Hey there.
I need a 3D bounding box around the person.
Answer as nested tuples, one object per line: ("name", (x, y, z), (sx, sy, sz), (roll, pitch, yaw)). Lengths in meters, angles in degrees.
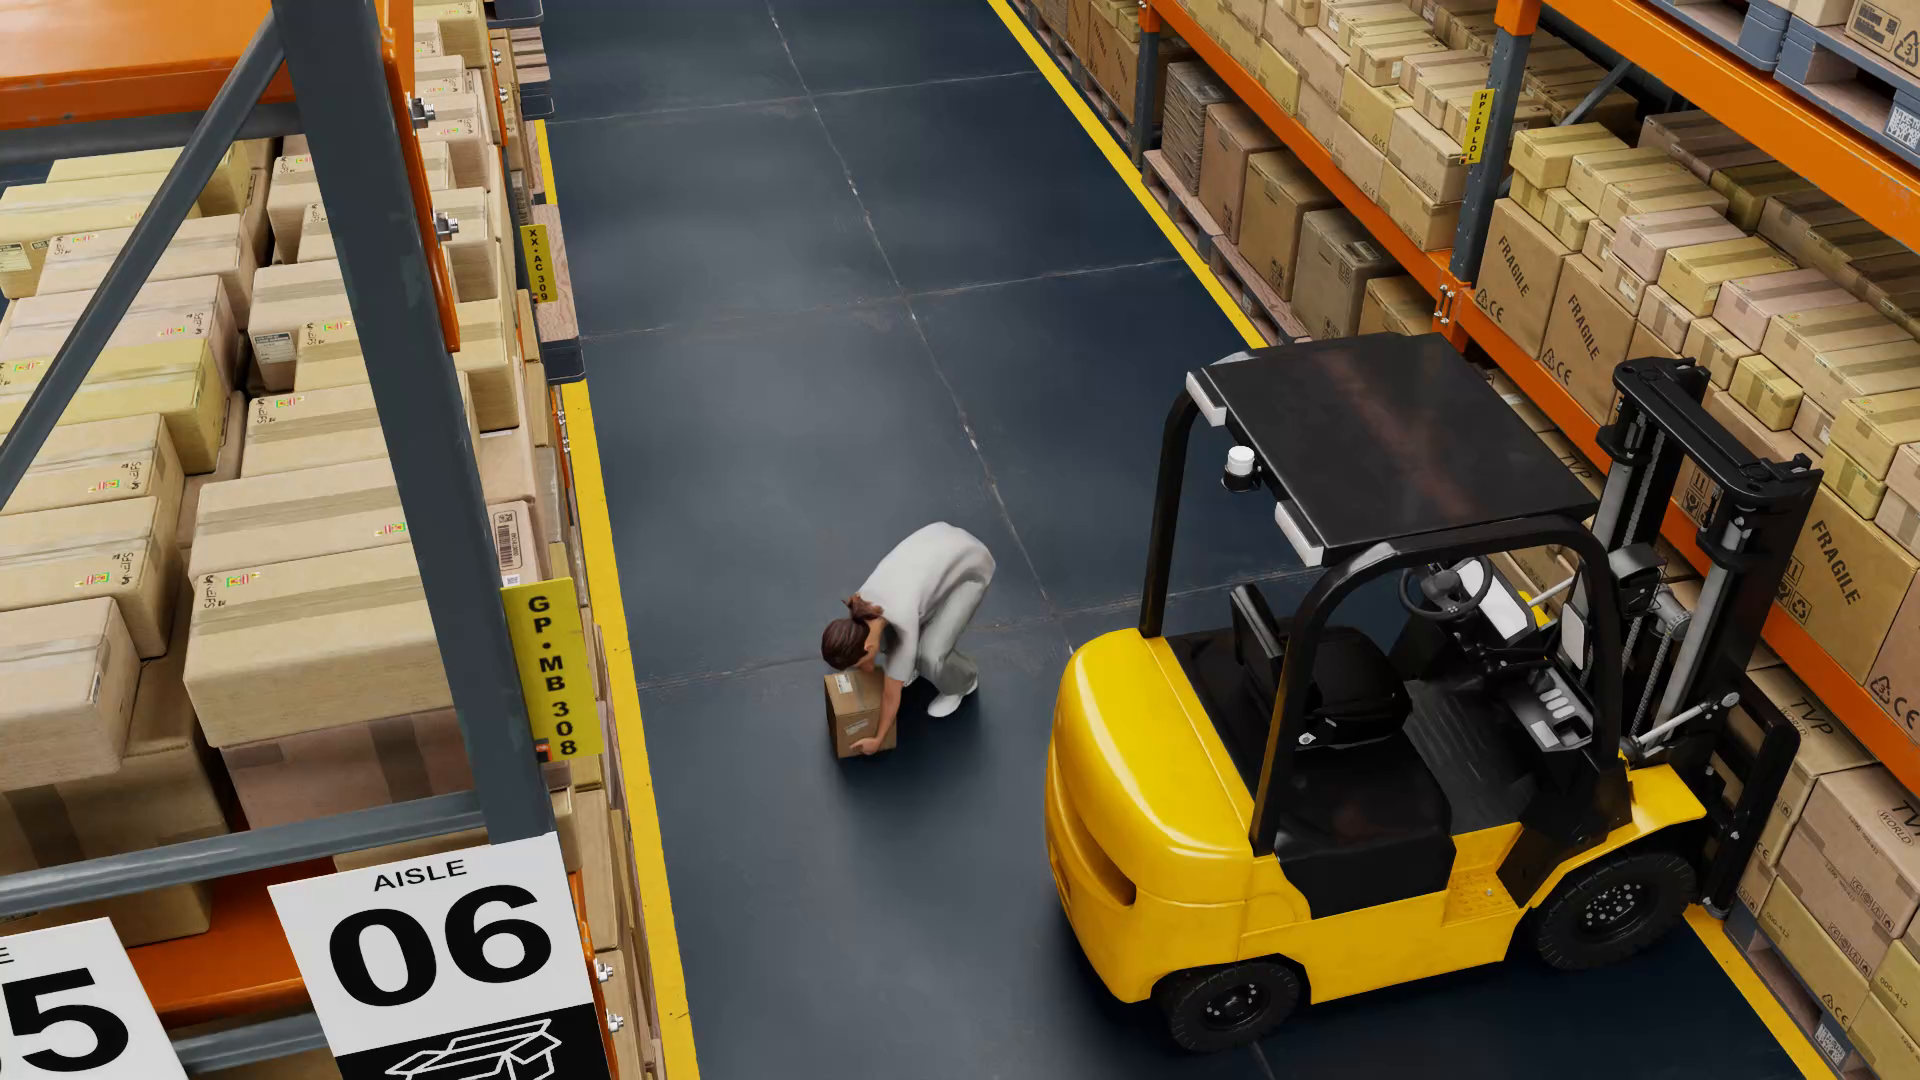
("person", (-0.221, 0.419, 6.937), (0.475, 0.830, 0.864), (31, 48, 33))
